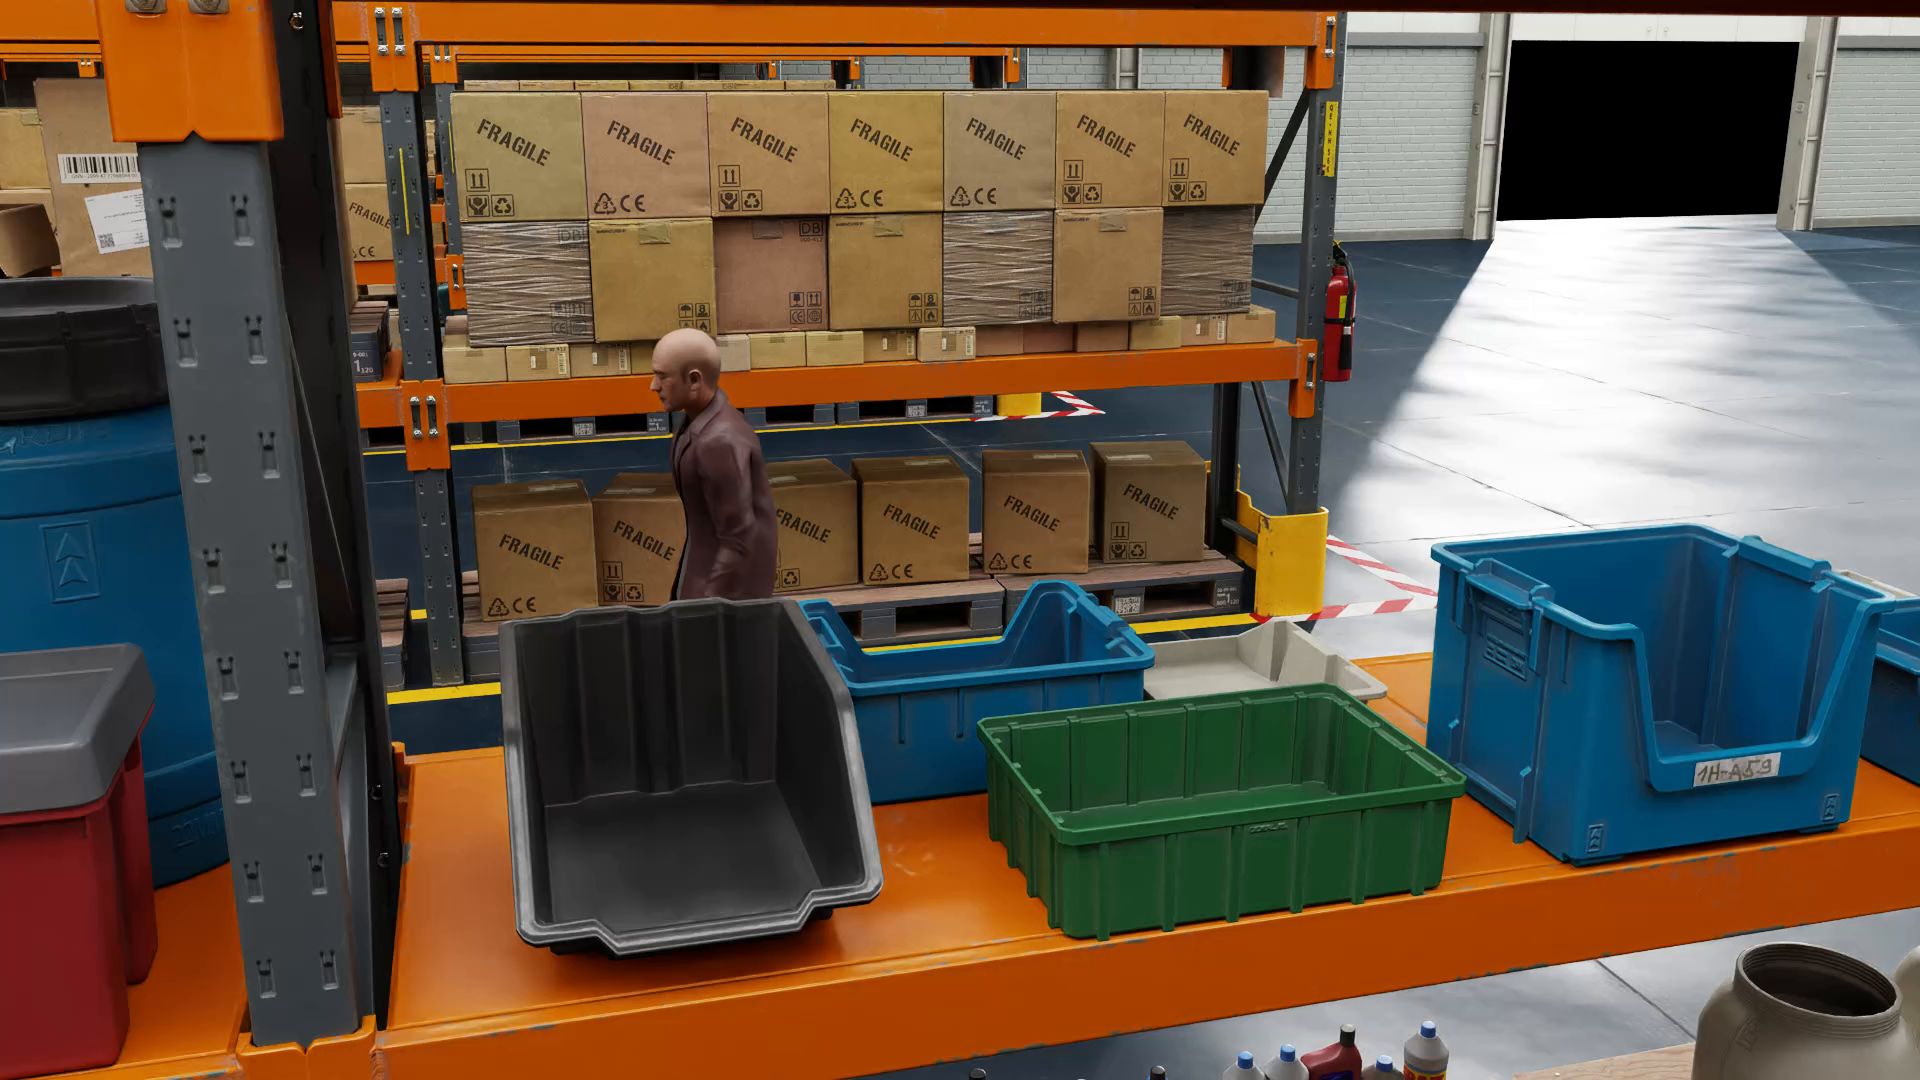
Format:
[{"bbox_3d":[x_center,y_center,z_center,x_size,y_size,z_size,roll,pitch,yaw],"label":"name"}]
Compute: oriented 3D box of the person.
[{"bbox_3d":[-0.796,0.201,5.341,0.423,1.774,0.642,-4,16,-15],"label":"person"}]
